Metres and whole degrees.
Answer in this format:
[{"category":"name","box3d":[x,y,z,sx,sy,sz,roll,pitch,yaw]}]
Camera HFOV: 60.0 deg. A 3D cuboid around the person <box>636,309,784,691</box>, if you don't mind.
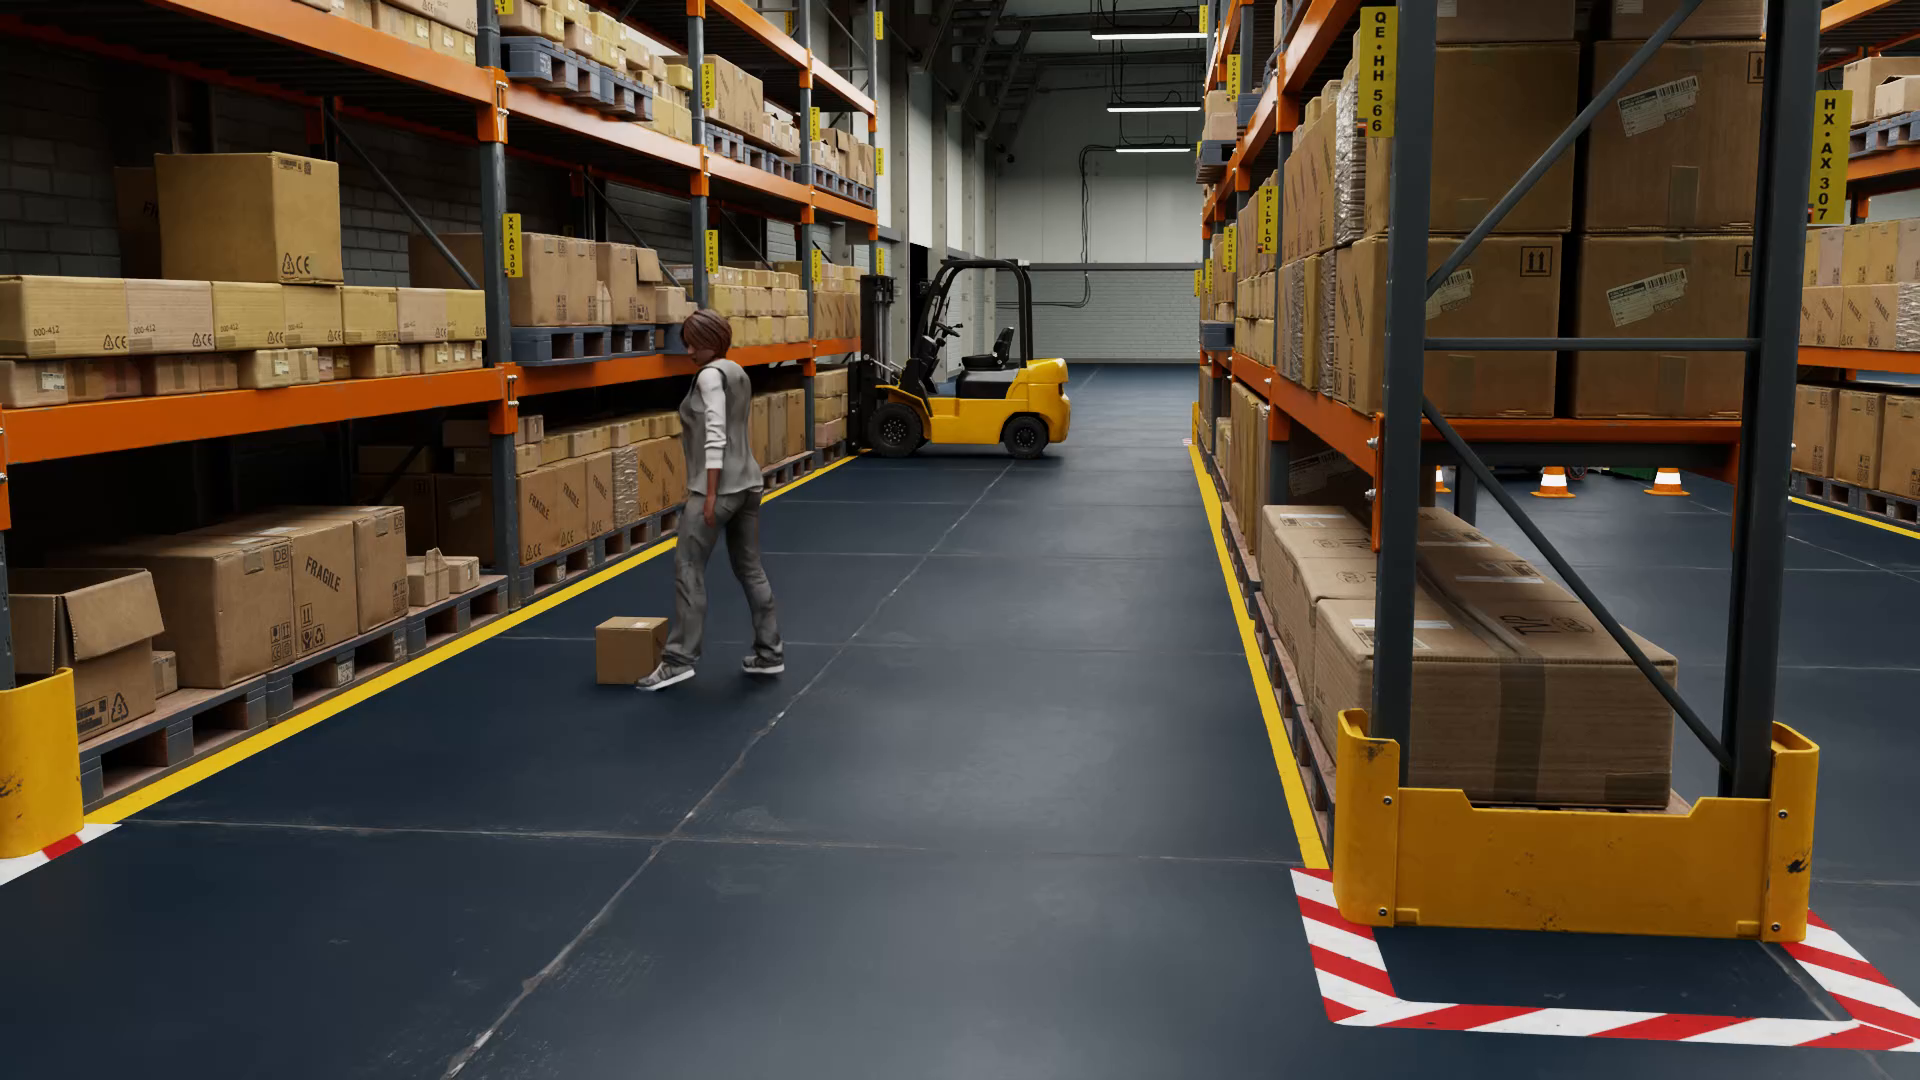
[{"category":"person","box3d":[-1.051,-0.162,7.107,0.538,1.592,0.518,3,8,22]}]
